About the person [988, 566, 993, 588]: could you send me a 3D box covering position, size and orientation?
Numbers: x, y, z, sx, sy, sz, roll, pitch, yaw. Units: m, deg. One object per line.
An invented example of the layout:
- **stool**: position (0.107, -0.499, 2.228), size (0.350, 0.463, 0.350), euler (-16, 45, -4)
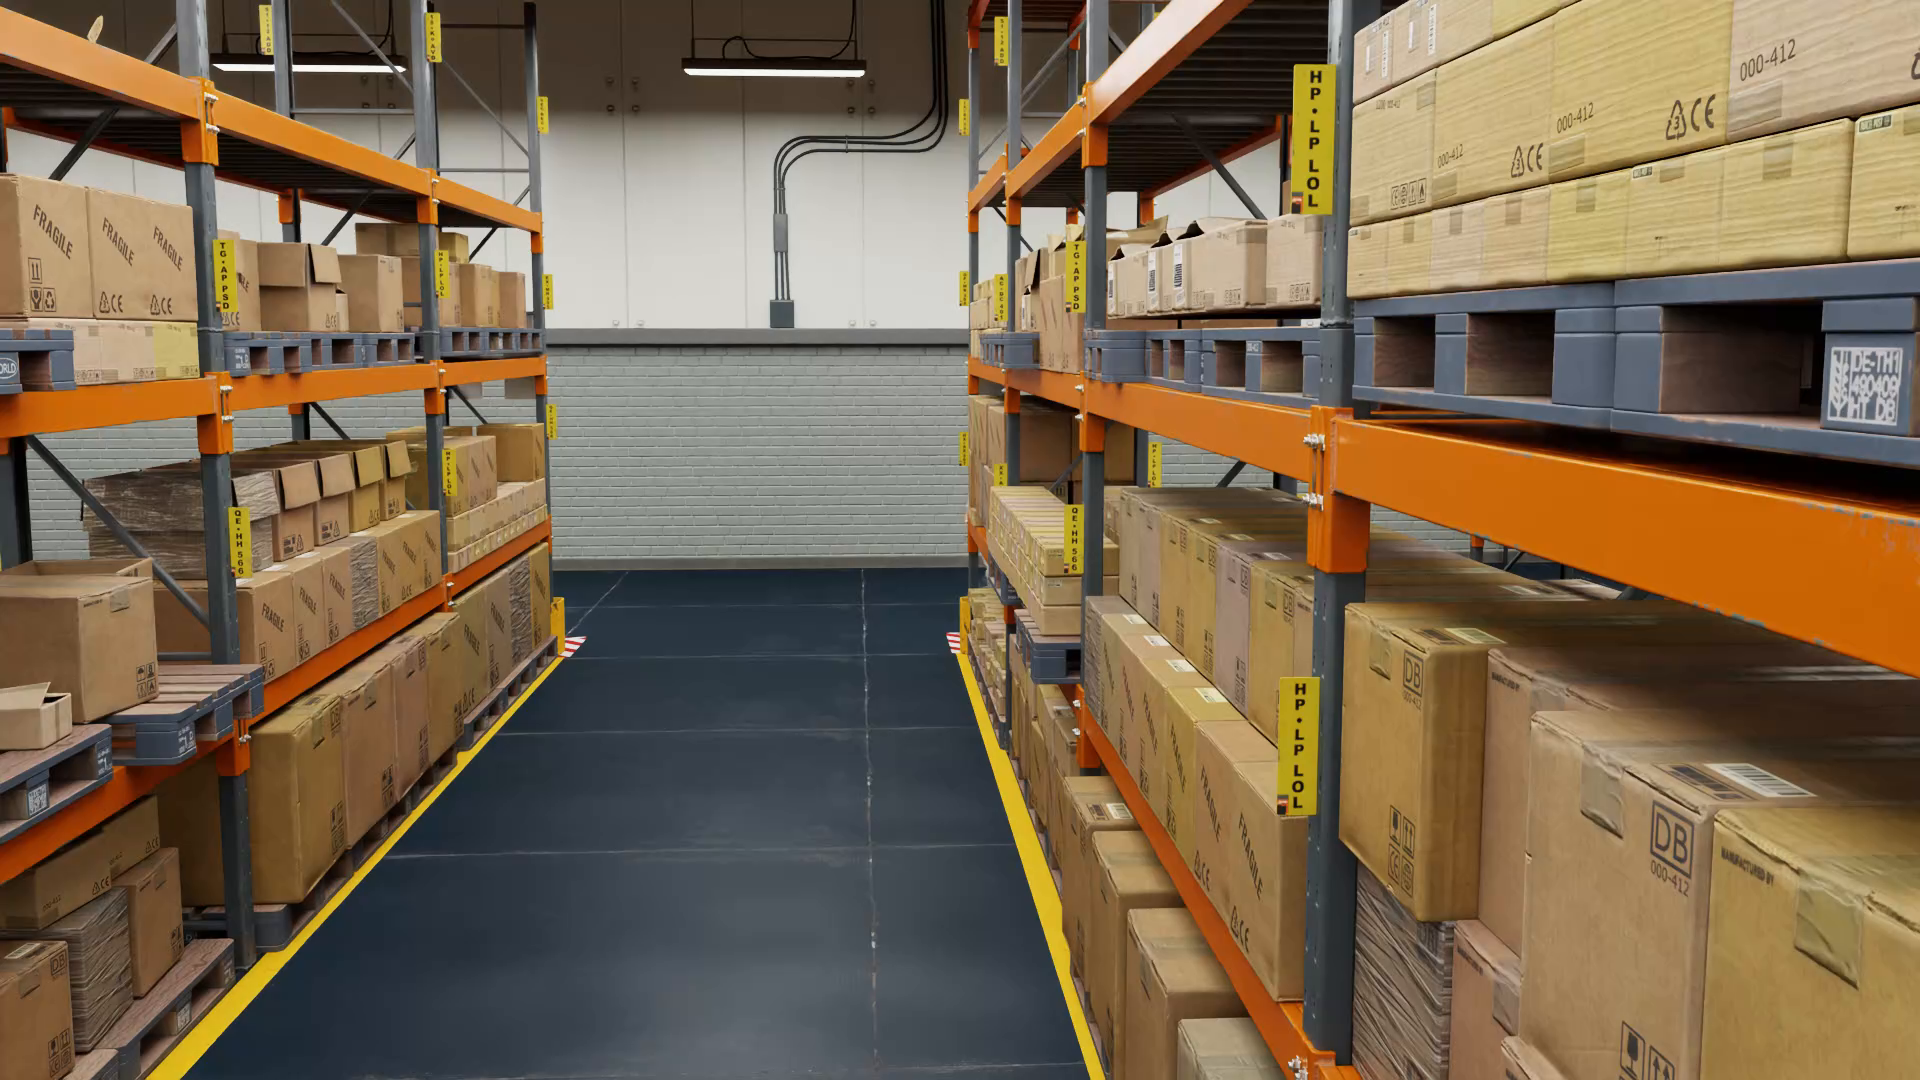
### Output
- **person**: position (0.467, 0.027, 17.543), size (0.492, 1.689, 0.540), euler (-2, 7, -15)
